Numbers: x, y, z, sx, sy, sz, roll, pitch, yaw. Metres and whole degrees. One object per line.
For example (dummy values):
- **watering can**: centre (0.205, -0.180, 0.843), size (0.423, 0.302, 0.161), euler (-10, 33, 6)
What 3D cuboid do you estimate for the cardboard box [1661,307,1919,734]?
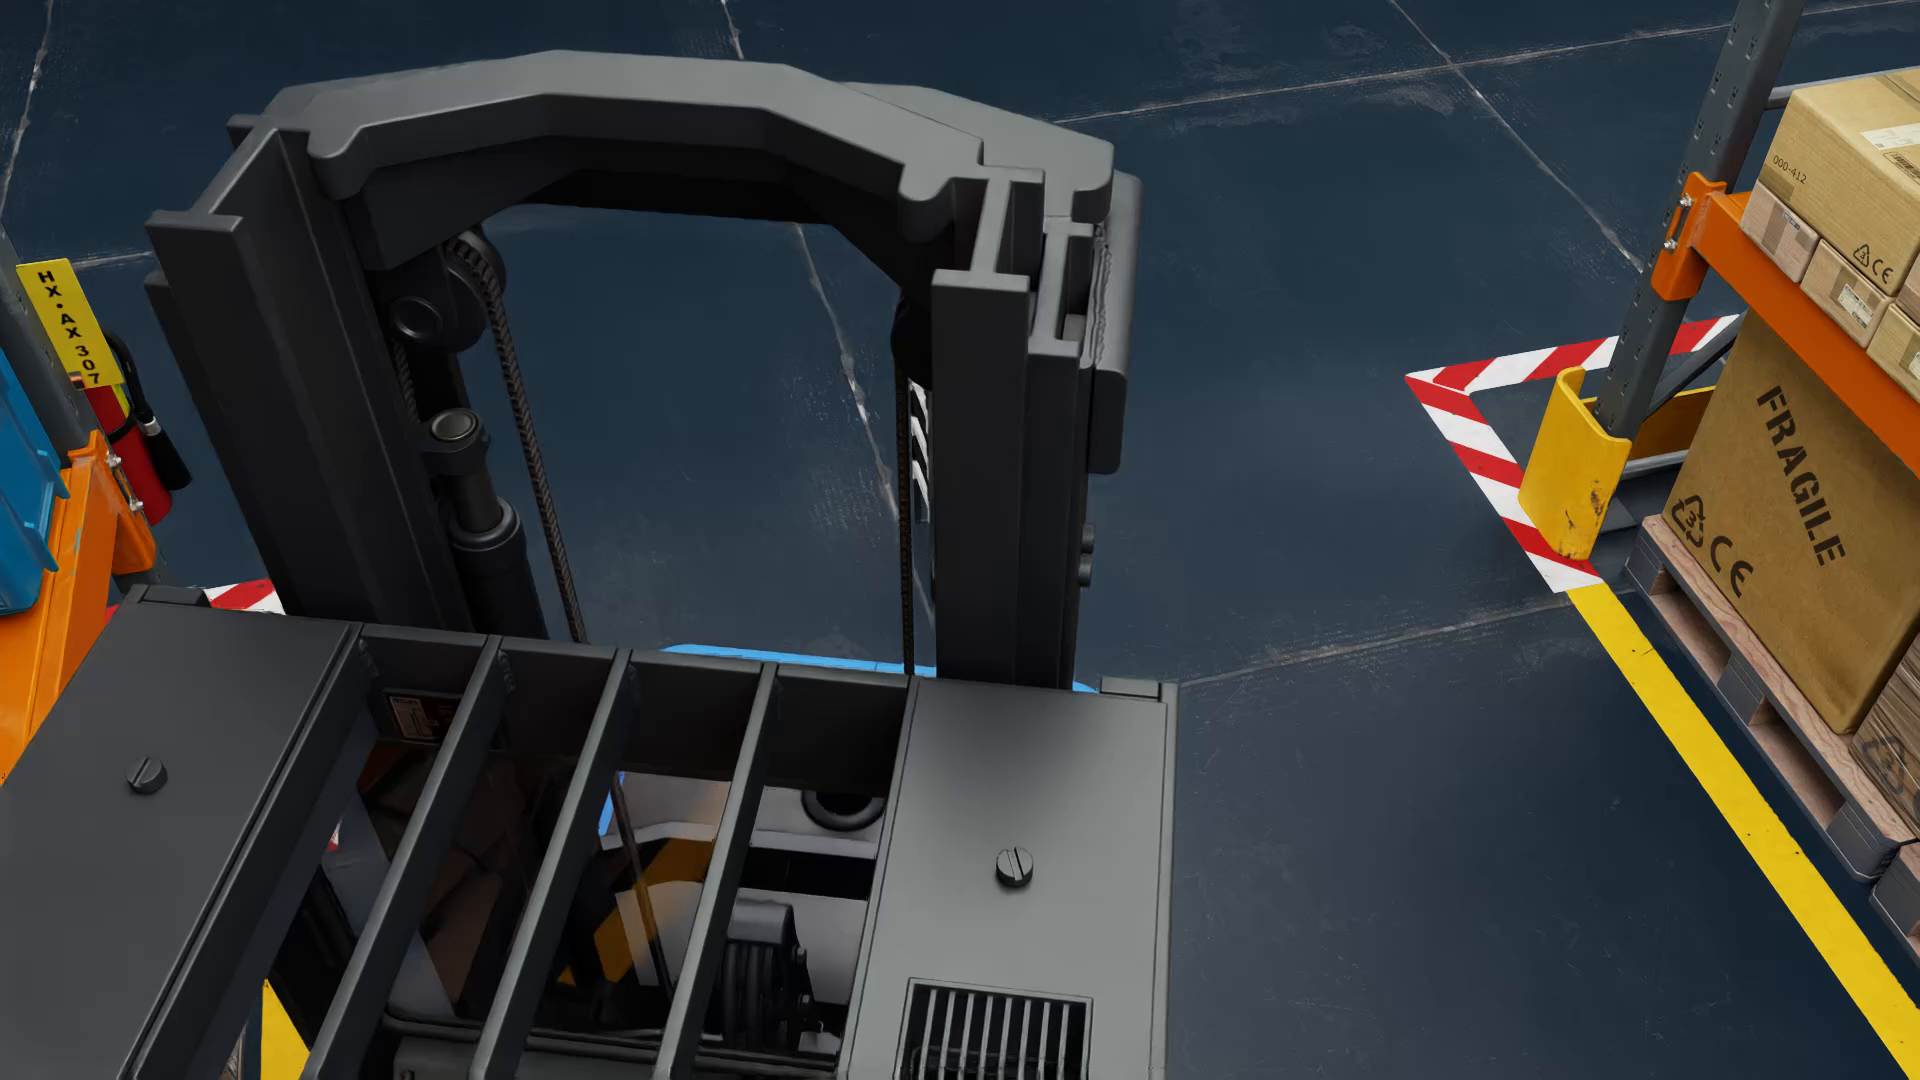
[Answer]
- **cardboard box**: centre (2.646, -0.159, 4.500), size (0.875, 0.875, 0.875), euler (-11, 47, -10)

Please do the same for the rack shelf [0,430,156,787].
- **rack shelf**: centre (-1.871, 1.355, 2.326), size (1.077, 0.370, 4.000), euler (-11, 47, -10)

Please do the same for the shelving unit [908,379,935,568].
- **shelving unit**: centre (-0.002, -0.321, 4.934), size (0.258, 0.900, 0.210), euler (-11, 47, -10)

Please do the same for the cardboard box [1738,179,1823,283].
- **cardboard box**: centre (2.176, -0.790, 4.100), size (0.380, 0.149, 0.250), euler (-10, 46, -10)

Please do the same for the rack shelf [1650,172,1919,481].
- **rack shelf**: centre (2.917, 0.449, 3.213), size (1.077, 0.370, 4.000), euler (-11, 47, -10)

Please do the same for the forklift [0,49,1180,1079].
- **forklift**: centre (-0.359, 1.027, 2.191), size (1.130, 2.935, 3.031), euler (5, 46, 5)

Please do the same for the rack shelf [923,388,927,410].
- **rack shelf**: centre (-0.002, -0.486, 4.765), size (0.258, 0.077, 0.200), euler (-11, 47, -10)

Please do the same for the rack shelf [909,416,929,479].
- **rack shelf**: centre (-0.002, -0.297, 4.958), size (0.258, 0.077, 0.200), euler (-11, 47, -10)

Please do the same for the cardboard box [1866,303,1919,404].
- **cardboard box**: centre (2.309, -0.436, 3.753), size (0.380, 0.149, 0.250), euler (-12, 47, -11)

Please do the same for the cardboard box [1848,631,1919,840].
- **cardboard box**: centre (2.879, 0.469, 3.884), size (0.875, 0.875, 0.875), euler (-11, 47, -10)

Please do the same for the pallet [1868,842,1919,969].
- **pallet**: centre (2.994, 1.171, 3.954), size (1.003, 0.211, 1.213), euler (-11, 47, -10)

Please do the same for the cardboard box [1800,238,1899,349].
- **cardboard box**: centre (2.244, -0.613, 3.926), size (0.380, 0.149, 0.250), euler (-11, 47, -11)

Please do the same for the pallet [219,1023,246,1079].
- **pallet**: centre (-2.210, 1.275, 3.853), size (1.003, 0.211, 1.213), euler (-11, 47, -10)

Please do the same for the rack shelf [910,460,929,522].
- **rack shelf**: centre (-0.002, -0.171, 5.086), size (0.258, 0.077, 0.200), euler (-11, 47, -10)

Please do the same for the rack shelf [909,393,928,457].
- **rack shelf**: centre (-0.002, -0.360, 4.894), size (0.258, 0.077, 0.200), euler (-11, 47, -10)

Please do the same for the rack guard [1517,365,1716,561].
- **rack guard**: centre (2.398, -0.325, 5.218), size (1.175, 0.500, 0.348), euler (-11, 47, -10)

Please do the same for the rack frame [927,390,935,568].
- **rack frame**: centre (0.024, -0.250, 4.865), size (0.240, 0.900, 0.006), euler (-11, 47, -10)

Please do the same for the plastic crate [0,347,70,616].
- **plastic crate**: centre (-2.117, -0.114, 3.195), size (0.616, 0.435, 0.499), euler (-11, 47, -10)

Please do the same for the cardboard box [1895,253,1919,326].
- **cardboard box**: centre (2.406, -0.496, 3.533), size (0.500, 0.250, 0.500), euler (-11, 47, -11)

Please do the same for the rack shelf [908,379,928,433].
- **rack shelf**: centre (-0.002, -0.423, 4.829), size (0.258, 0.077, 0.200), euler (-11, 47, -10)

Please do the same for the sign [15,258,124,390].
- **sign**: centre (-1.856, -0.447, 3.473), size (0.100, 0.325, 0.005), euler (-11, 47, -10)

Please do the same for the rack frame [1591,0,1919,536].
- **rack frame**: centre (2.405, -1.183, 4.309), size (1.000, 3.000, 0.127), euler (-11, 47, -10)

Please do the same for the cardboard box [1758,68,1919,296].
- **cardboard box**: centre (2.266, -0.854, 3.884), size (0.500, 0.250, 0.500), euler (-12, 47, -11)

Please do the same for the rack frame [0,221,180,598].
- **rack frame**: centre (-2.383, -0.278, 3.422), size (1.000, 3.000, 0.127), euler (-11, 47, -10)

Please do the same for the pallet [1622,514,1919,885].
- **pallet**: centre (2.685, 0.330, 4.778), size (1.003, 0.211, 1.213), euler (-11, 47, -10)

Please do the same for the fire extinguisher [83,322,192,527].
- **fire extinguisher**: centre (-1.983, -0.307, 3.766), size (0.296, 0.674, 0.183), euler (-11, 47, -10)

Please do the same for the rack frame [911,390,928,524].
- **rack frame**: centre (-0.028, -0.391, 5.003), size (0.240, 0.900, 0.006), euler (-11, 47, -10)

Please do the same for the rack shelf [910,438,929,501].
- **rack shelf**: centre (-0.002, -0.234, 5.022), size (0.258, 0.077, 0.200), euler (-11, 47, -10)
